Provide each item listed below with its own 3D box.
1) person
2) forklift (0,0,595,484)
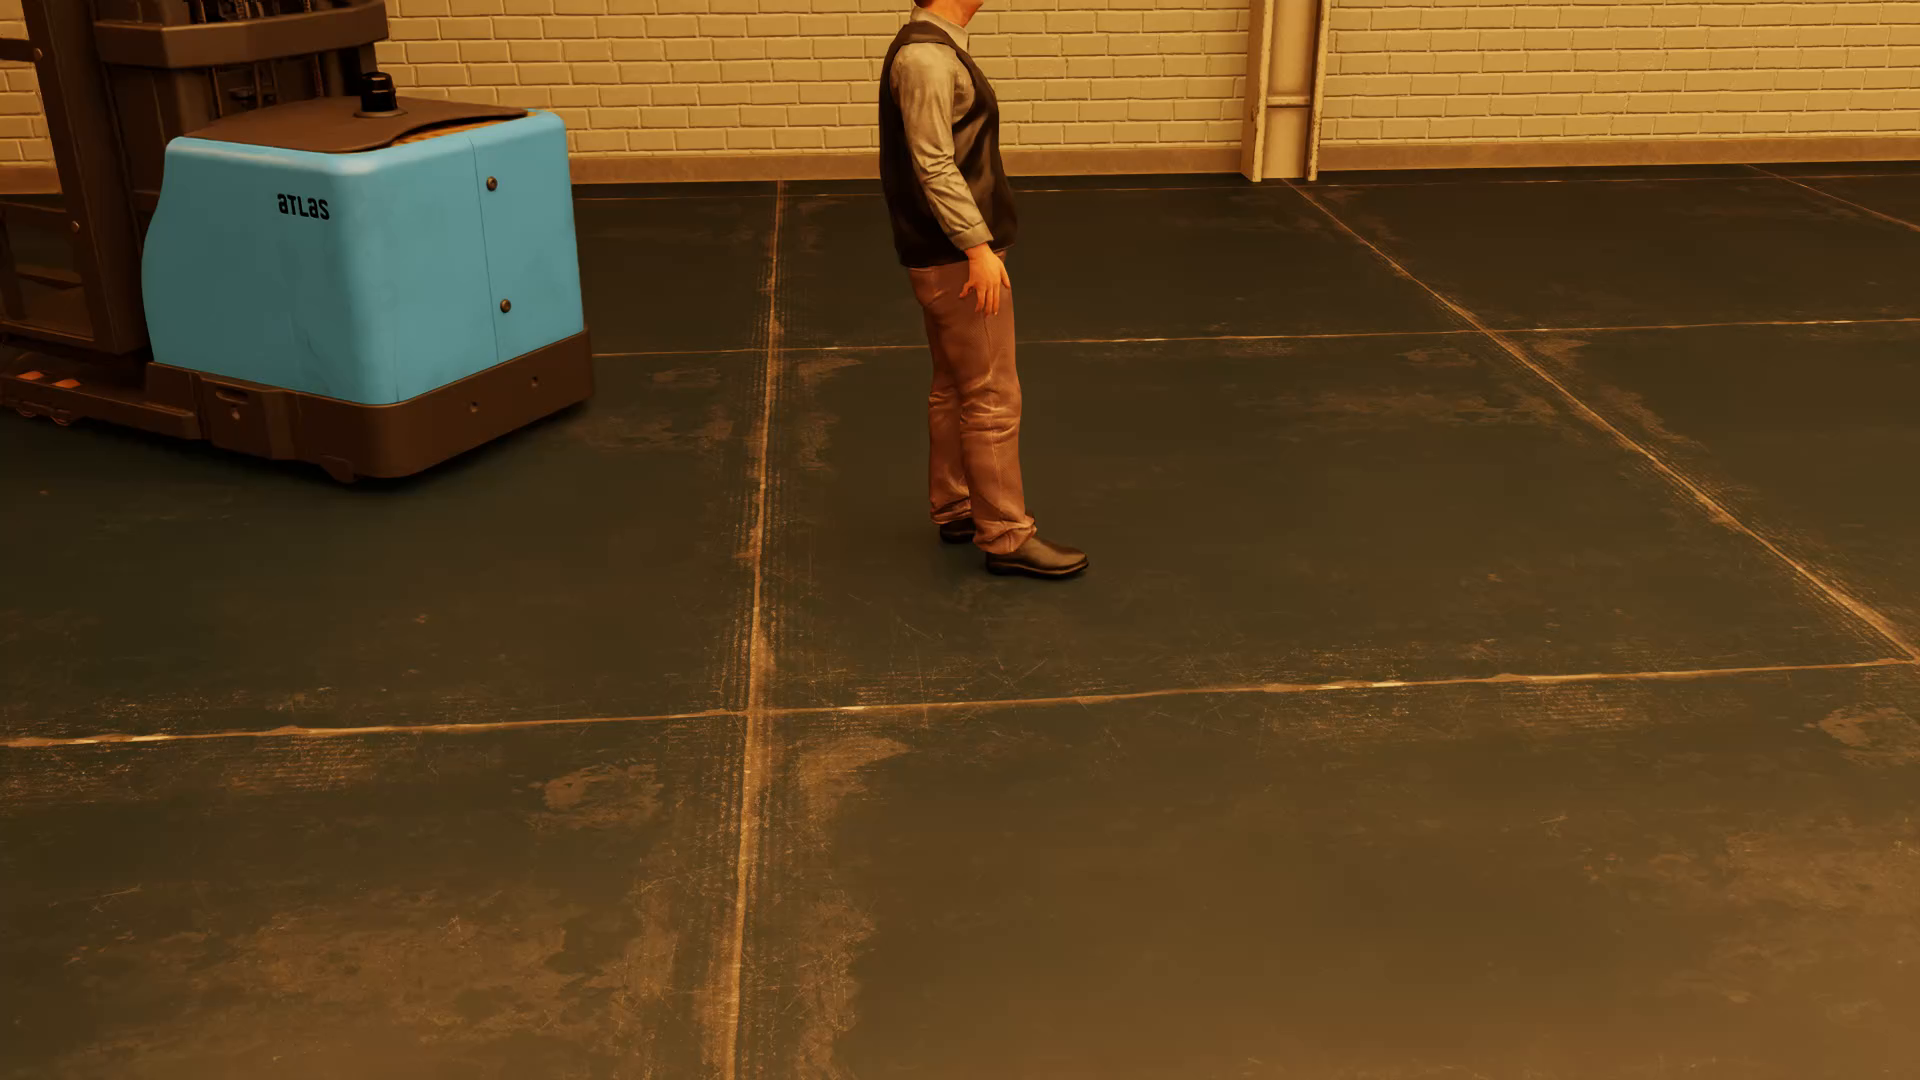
[{"bbox_3d":[0.062,-0.794,4.651,0.568,1.720,0.632,-2,24,-5],"label":"person"},{"bbox_3d":[-2.878,-1.922,5.742,3.031,2.935,1.130,12,26,25],"label":"forklift"}]
